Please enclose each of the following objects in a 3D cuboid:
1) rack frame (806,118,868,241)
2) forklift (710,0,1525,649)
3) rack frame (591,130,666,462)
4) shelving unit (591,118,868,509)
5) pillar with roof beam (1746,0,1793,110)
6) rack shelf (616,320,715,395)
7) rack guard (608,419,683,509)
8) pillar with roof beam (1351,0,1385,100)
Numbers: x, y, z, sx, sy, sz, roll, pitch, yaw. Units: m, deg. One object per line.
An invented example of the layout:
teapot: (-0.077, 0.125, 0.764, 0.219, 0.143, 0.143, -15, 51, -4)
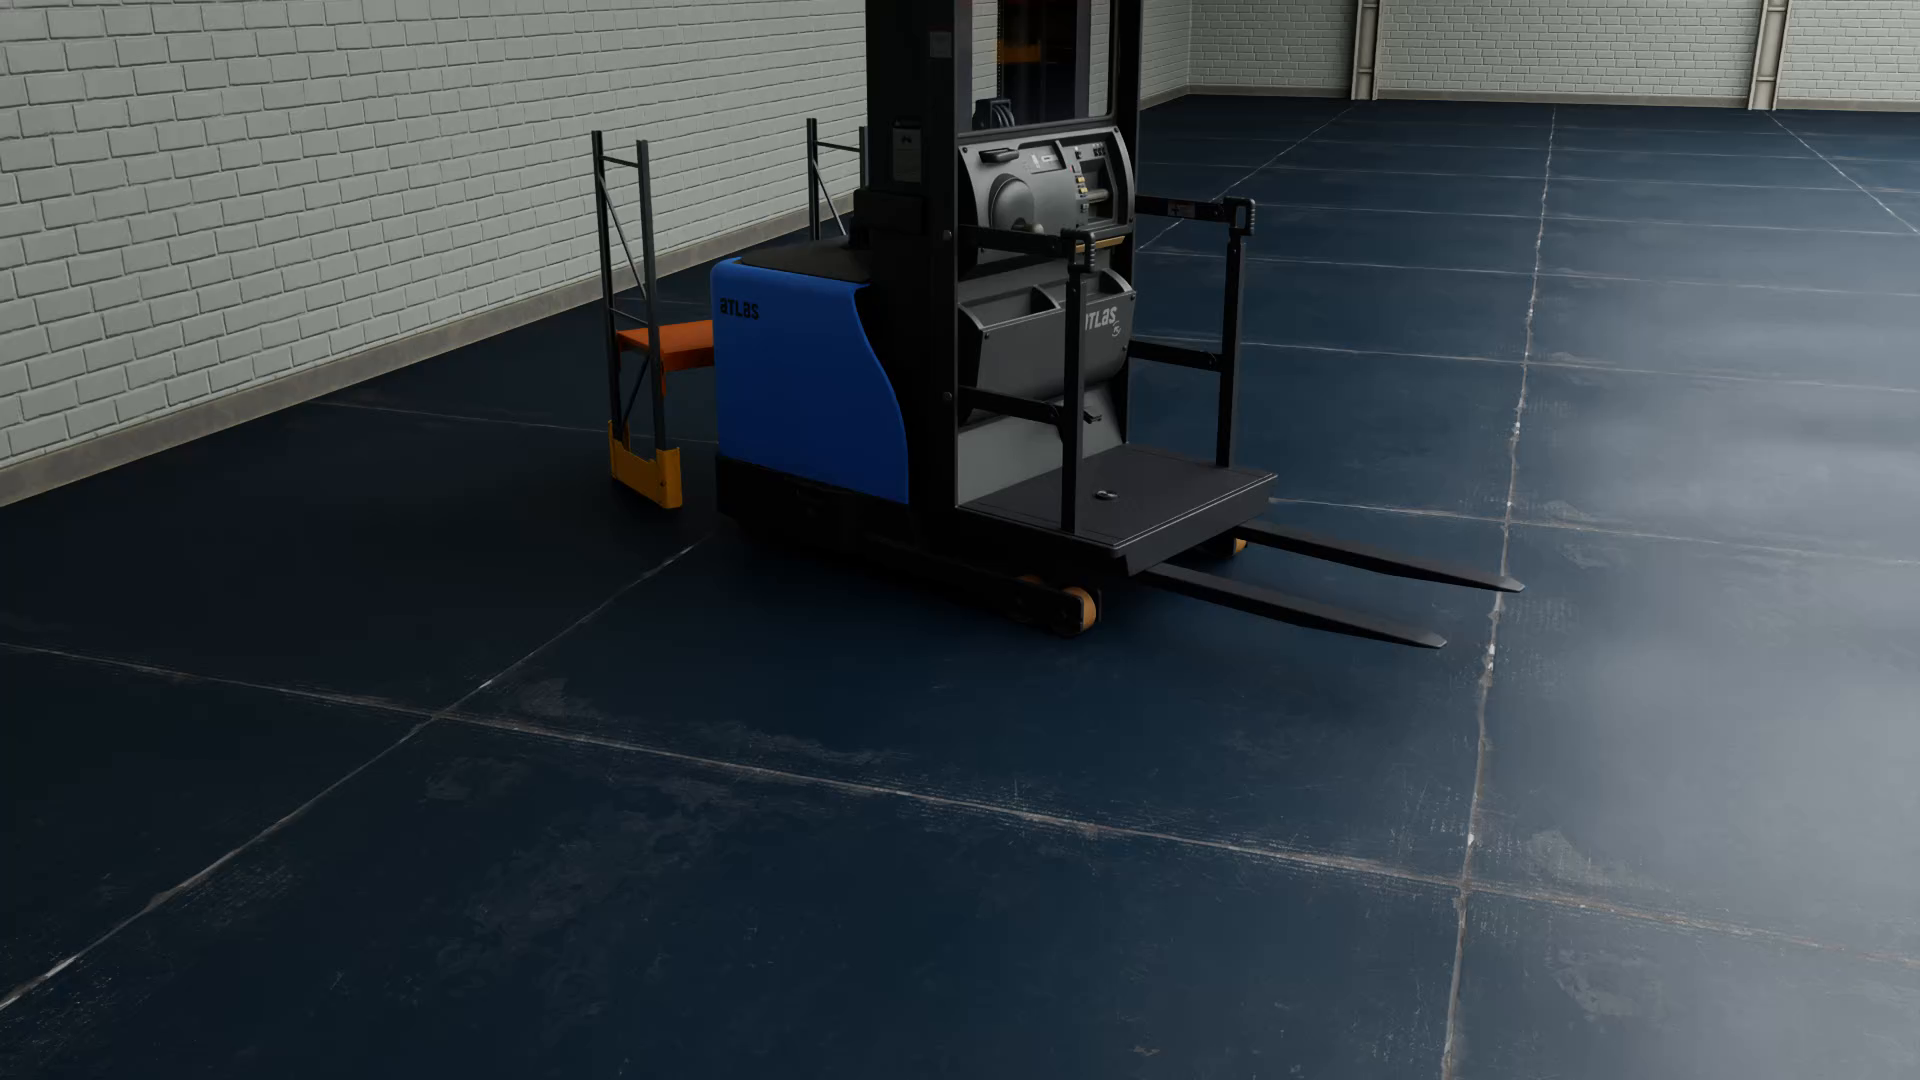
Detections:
rack frame: (-0.533, -1.109, 7.478, 0.032, 1.500, 0.500, -13, 23, -32)
forklift: (0.480, -1.254, 5.720, 3.031, 2.935, 1.130, 15, 24, 37)
rack frame: (-1.374, -0.920, 6.938, 0.032, 1.500, 0.500, -13, 23, -32)
shelving unit: (-0.946, -1.016, 7.213, 1.083, 1.500, 0.587, -13, 23, -32)
pillar with roof beam: (10.937, -9.559, 20.328, 0.400, 9.000, 9.100, 7, 20, 18)
rack shelf: (-0.953, -0.845, 7.267, 1.000, 0.185, 0.538, -13, 23, -32)
rack guard: (-1.358, -0.334, 7.154, 0.087, 0.250, 0.587, -13, 23, -32)
pillar with roof beam: (5.270, -10.207, 22.187, 0.400, 9.000, 9.100, 7, 20, 18)
